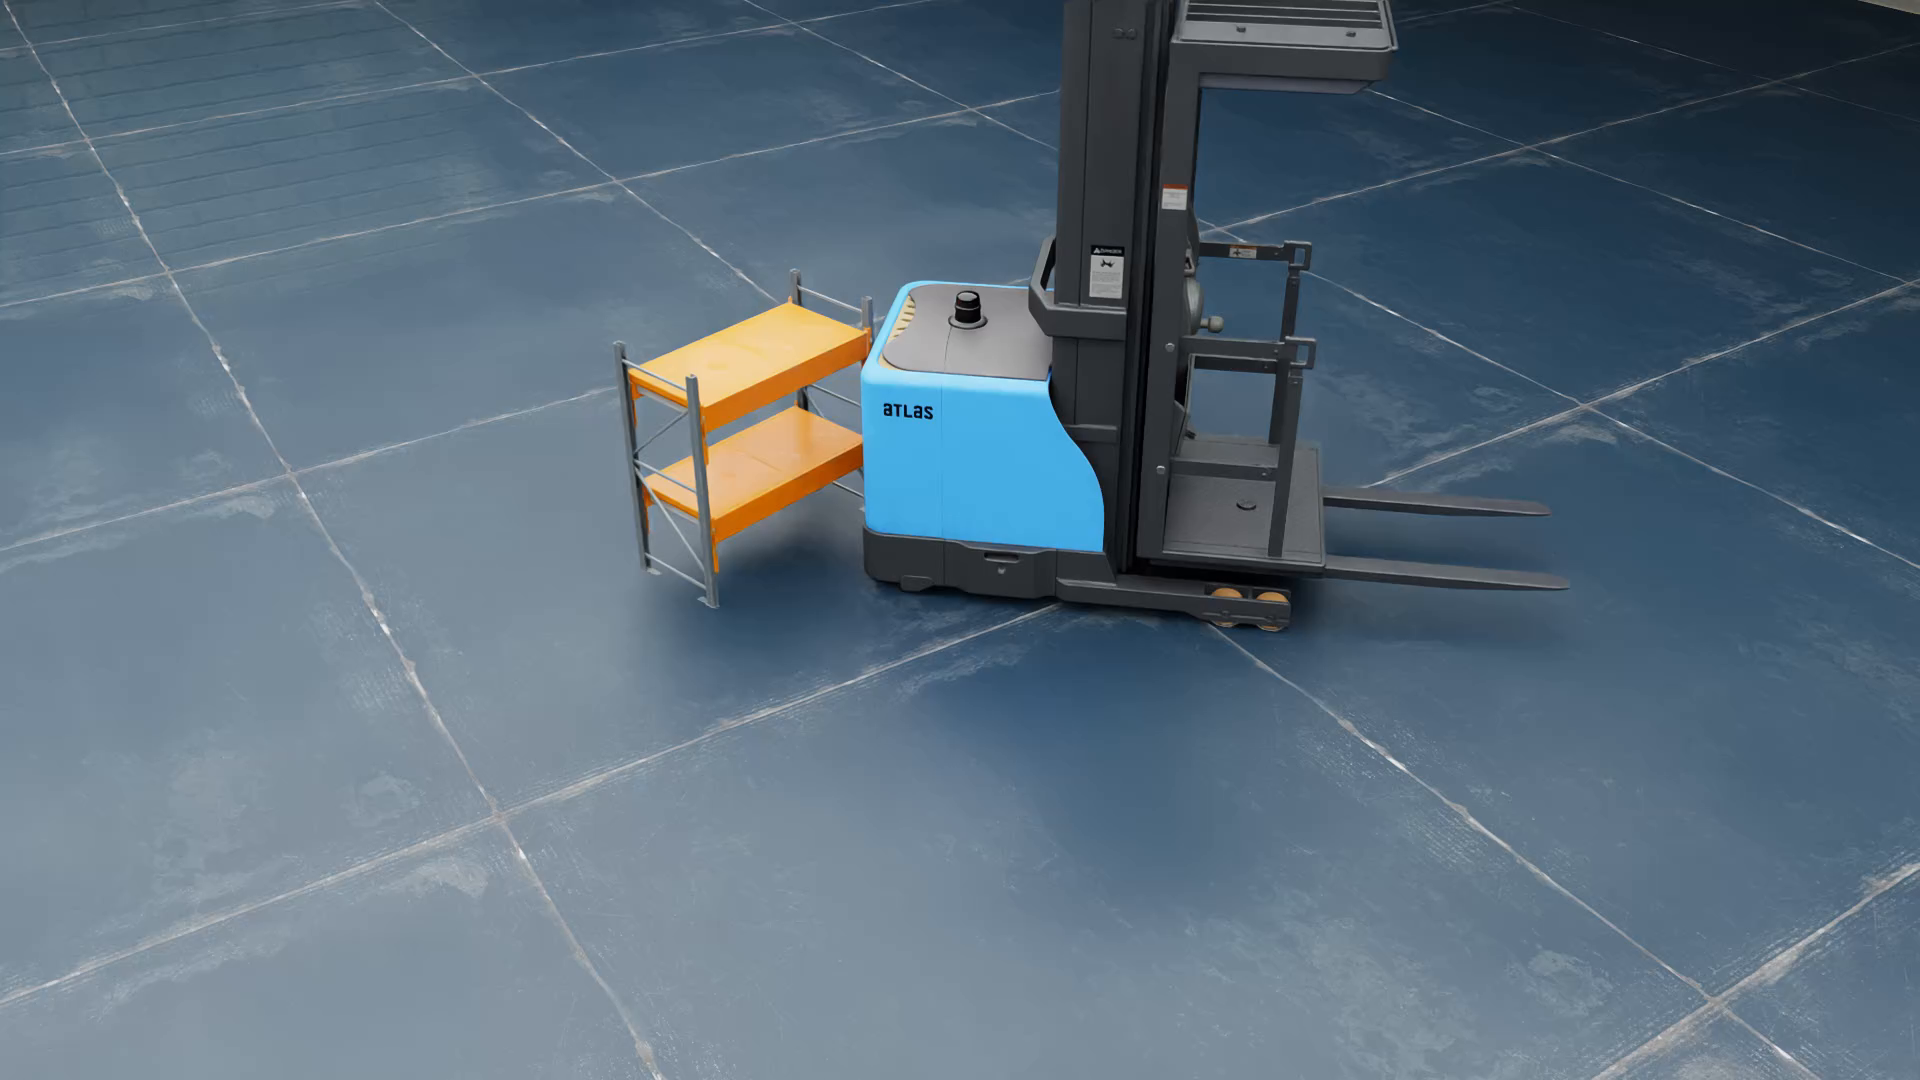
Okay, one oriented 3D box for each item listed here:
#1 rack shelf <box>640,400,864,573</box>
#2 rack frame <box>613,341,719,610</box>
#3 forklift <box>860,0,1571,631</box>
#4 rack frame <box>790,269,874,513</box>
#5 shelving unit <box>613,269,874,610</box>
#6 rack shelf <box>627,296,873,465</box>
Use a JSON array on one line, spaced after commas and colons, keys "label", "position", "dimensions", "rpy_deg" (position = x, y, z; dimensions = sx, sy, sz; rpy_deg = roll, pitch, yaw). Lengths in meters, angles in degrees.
[{"label": "rack shelf", "position": [-0.917, -0.262, 7.570], "dimensions": [0.538, 0.278, 1.000], "rpy_deg": [25, 40, 34]}, {"label": "rack frame", "position": [-1.253, -0.265, 7.116], "dimensions": [0.500, 1.125, 0.032], "rpy_deg": [25, 40, 34]}, {"label": "forklift", "position": [1.136, -1.155, 6.833], "dimensions": [3.031, 2.935, 1.130], "rpy_deg": [5, 33, 8]}, {"label": "rack frame", "position": [-0.581, -0.673, 7.762], "dimensions": [0.500, 1.125, 0.032], "rpy_deg": [25, 40, 34]}, {"label": "shelving unit", "position": [-0.917, -0.469, 7.439], "dimensions": [0.538, 1.125, 1.048], "rpy_deg": [25, 40, 34]}, {"label": "rack shelf", "position": [-0.917, -0.717, 7.283], "dimensions": [0.538, 0.278, 1.000], "rpy_deg": [25, 40, 34]}]
